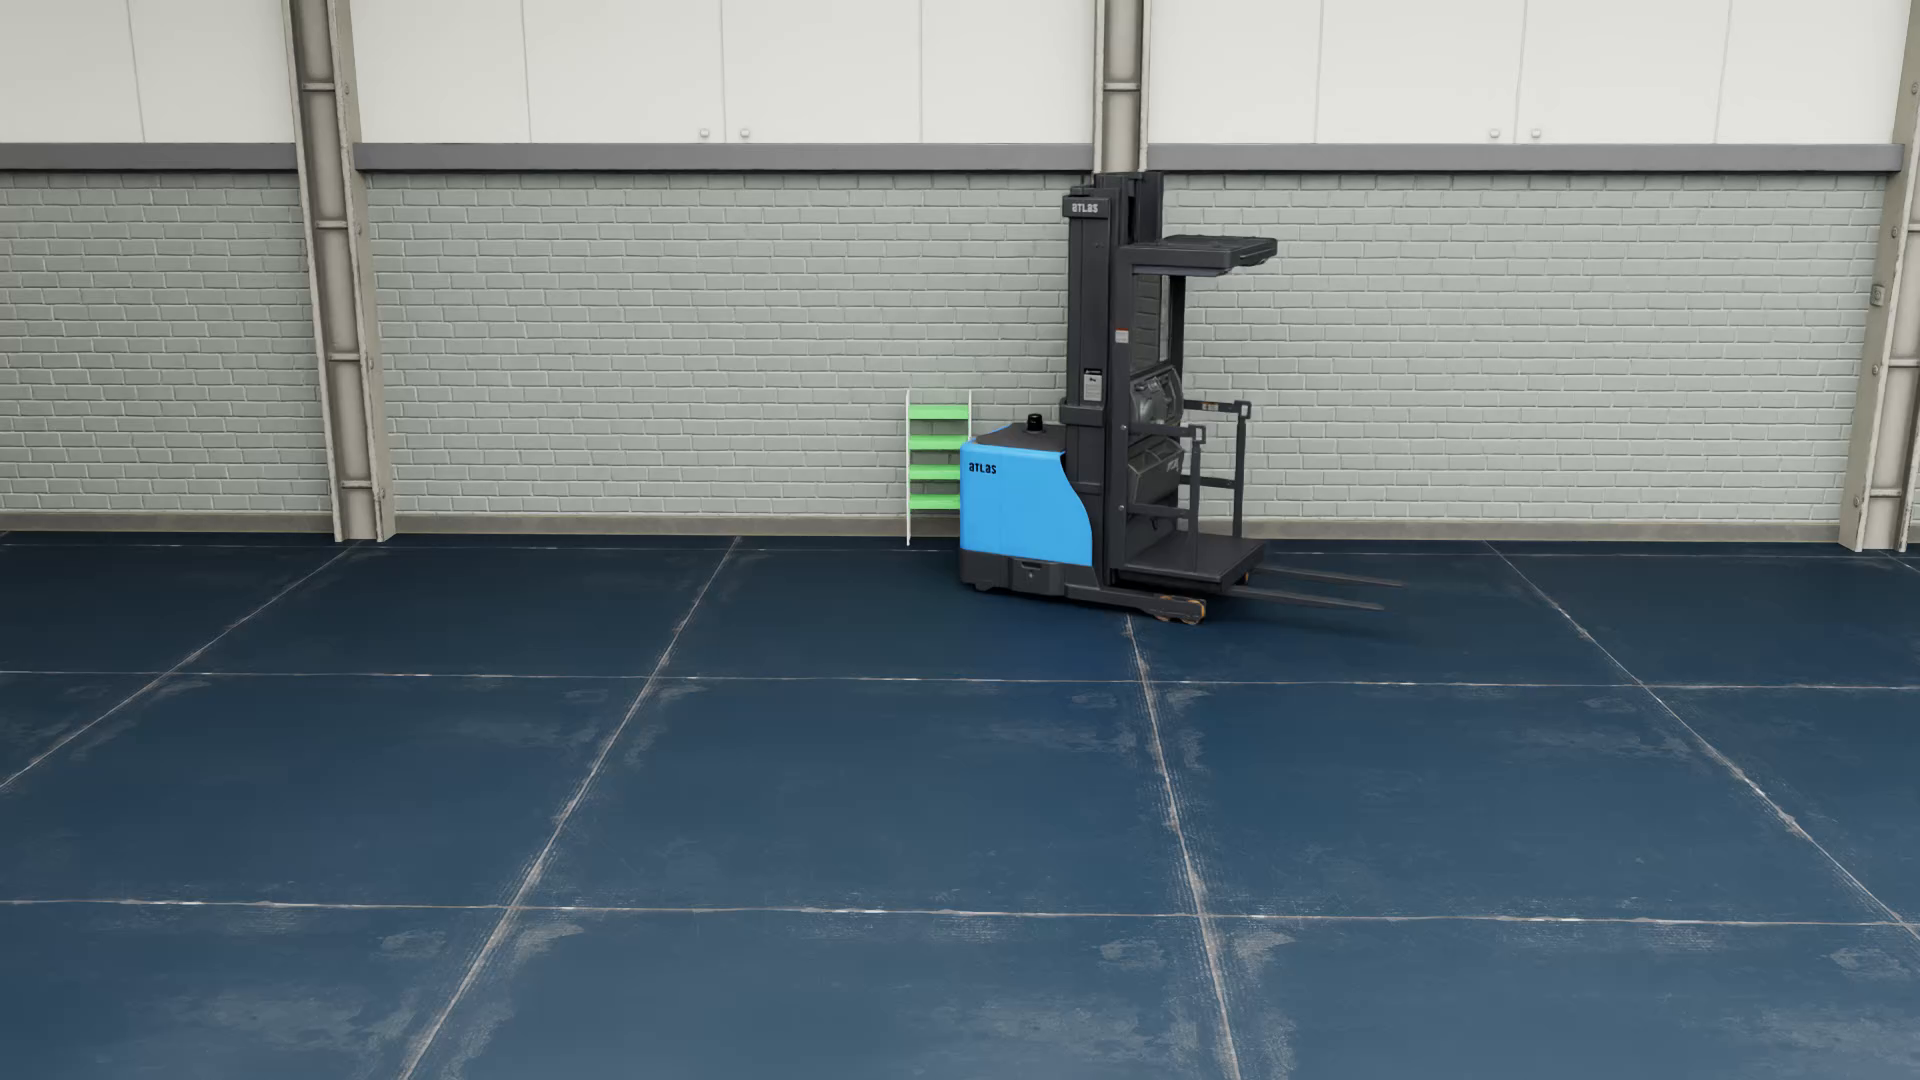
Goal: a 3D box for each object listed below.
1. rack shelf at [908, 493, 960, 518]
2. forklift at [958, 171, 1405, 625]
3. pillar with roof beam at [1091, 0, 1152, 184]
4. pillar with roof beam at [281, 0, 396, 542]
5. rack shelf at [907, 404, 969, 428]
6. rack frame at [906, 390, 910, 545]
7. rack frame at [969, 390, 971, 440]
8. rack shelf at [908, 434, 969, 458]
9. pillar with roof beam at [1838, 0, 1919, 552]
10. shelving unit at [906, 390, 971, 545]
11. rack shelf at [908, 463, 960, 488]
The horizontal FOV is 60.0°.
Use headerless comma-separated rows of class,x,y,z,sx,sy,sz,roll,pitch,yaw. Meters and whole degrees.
rack shelf,-0.166,-0.275,13.220,0.480,0.148,0.258,0,15,1
forklift,1.536,-1.002,11.392,3.031,2.935,1.130,7,16,26
pillar with roof beam,1.089,-3.240,7.981,0.400,9.000,9.100,0,15,1
pillar with roof beam,-4.909,-3.279,8.129,0.400,9.000,9.100,0,15,1
rack shelf,-0.166,-0.972,13.039,0.480,0.148,0.258,0,15,1
rack frame,-0.410,-0.570,13.147,0.015,1.200,0.240,0,15,1
rack frame,0.078,-0.568,13.140,0.015,1.200,0.240,0,15,1
rack shelf,-0.166,-0.740,13.099,0.480,0.148,0.258,0,15,1
pillar with roof beam,7.087,-3.201,7.833,0.400,9.000,9.100,0,15,1
shelving unit,-0.166,-0.569,13.144,0.503,1.200,0.258,0,15,1
rack shelf,-0.166,-0.508,13.160,0.480,0.148,0.258,0,15,1
